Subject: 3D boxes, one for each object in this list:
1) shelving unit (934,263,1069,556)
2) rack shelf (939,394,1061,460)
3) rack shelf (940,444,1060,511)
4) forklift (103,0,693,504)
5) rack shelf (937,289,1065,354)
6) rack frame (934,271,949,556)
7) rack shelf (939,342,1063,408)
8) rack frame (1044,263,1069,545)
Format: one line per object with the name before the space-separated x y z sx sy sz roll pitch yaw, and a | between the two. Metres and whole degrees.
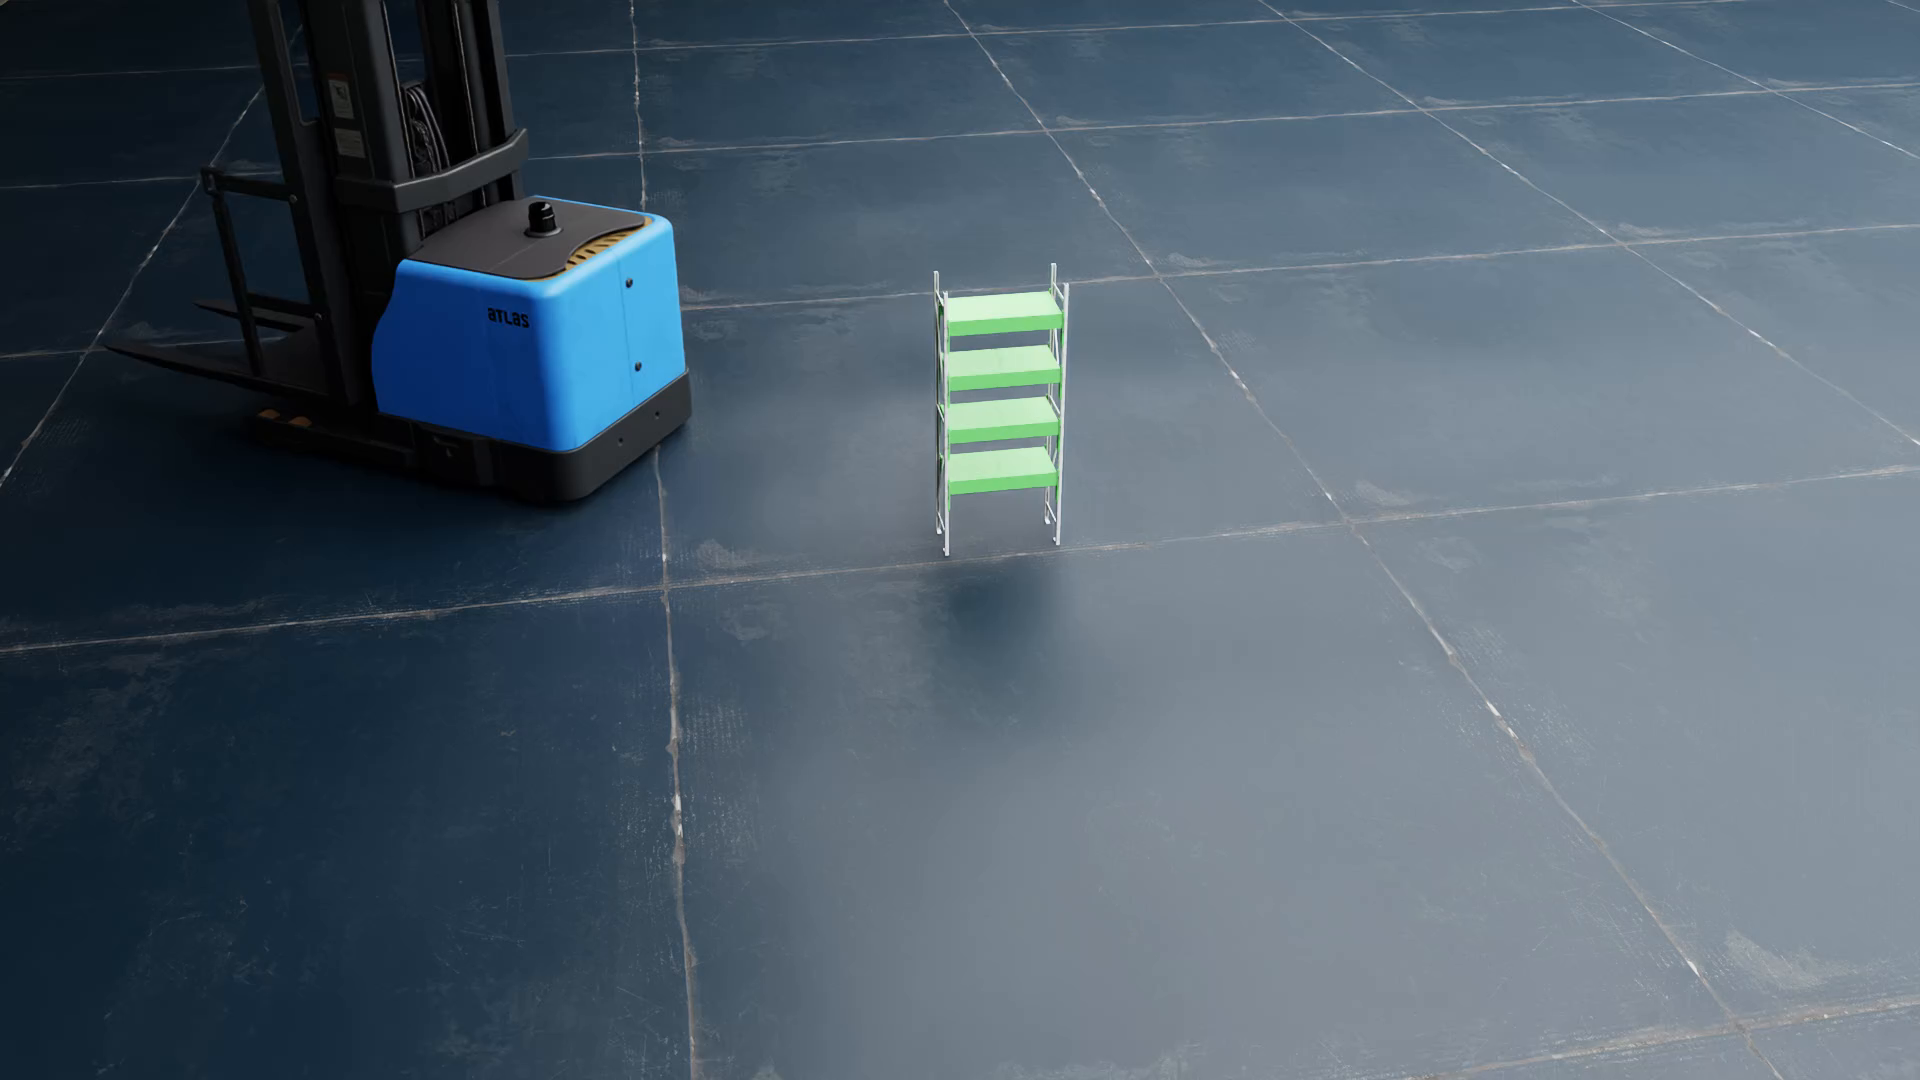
shelving unit | 0.163 -0.532 6.972 0.503 1.200 0.258 -5 31 -9
rack shelf | 0.163 -0.477 7.004 0.480 0.148 0.258 -5 31 -9
rack shelf | 0.163 -0.270 7.126 0.480 0.148 0.258 -5 31 -9
forklift | -2.874 -1.913 7.613 3.031 2.935 1.130 13 33 21
rack shelf | 0.163 -0.891 6.761 0.480 0.148 0.258 -5 31 -9
rack frame | -0.077 -0.510 6.934 0.015 1.200 0.240 -5 31 -9
rack shelf | 0.163 -0.684 6.882 0.480 0.148 0.258 -5 31 -9
rack frame | 0.403 -0.555 7.009 0.015 1.200 0.240 -5 31 -9
